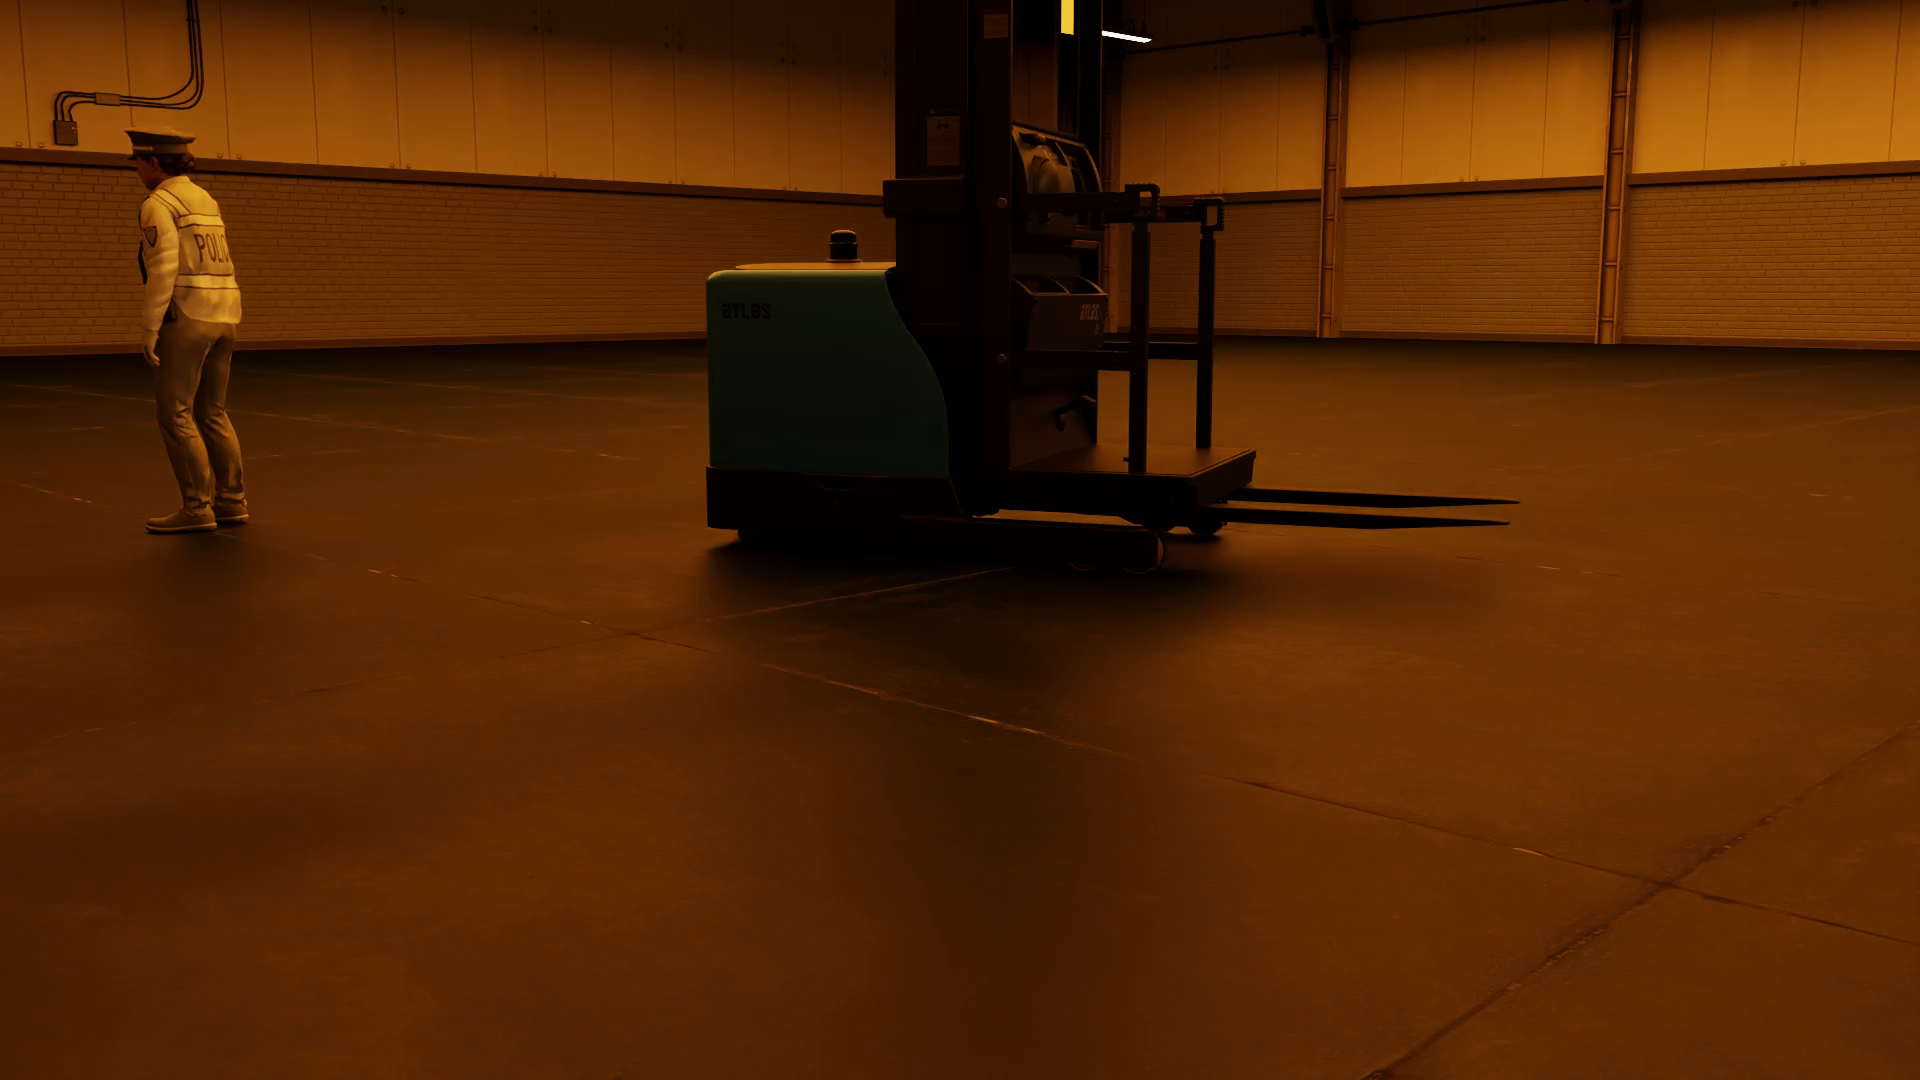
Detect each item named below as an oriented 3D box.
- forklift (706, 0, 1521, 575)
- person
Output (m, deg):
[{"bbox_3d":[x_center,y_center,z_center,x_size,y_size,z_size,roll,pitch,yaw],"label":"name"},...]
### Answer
[{"bbox_3d":[0.565,-1.416,6.275,3.031,2.935,1.130,3,9,22],"label":"forklift"},{"bbox_3d":[-3.220,-0.874,6.939,0.375,1.663,0.529,1,9,8],"label":"person"}]
